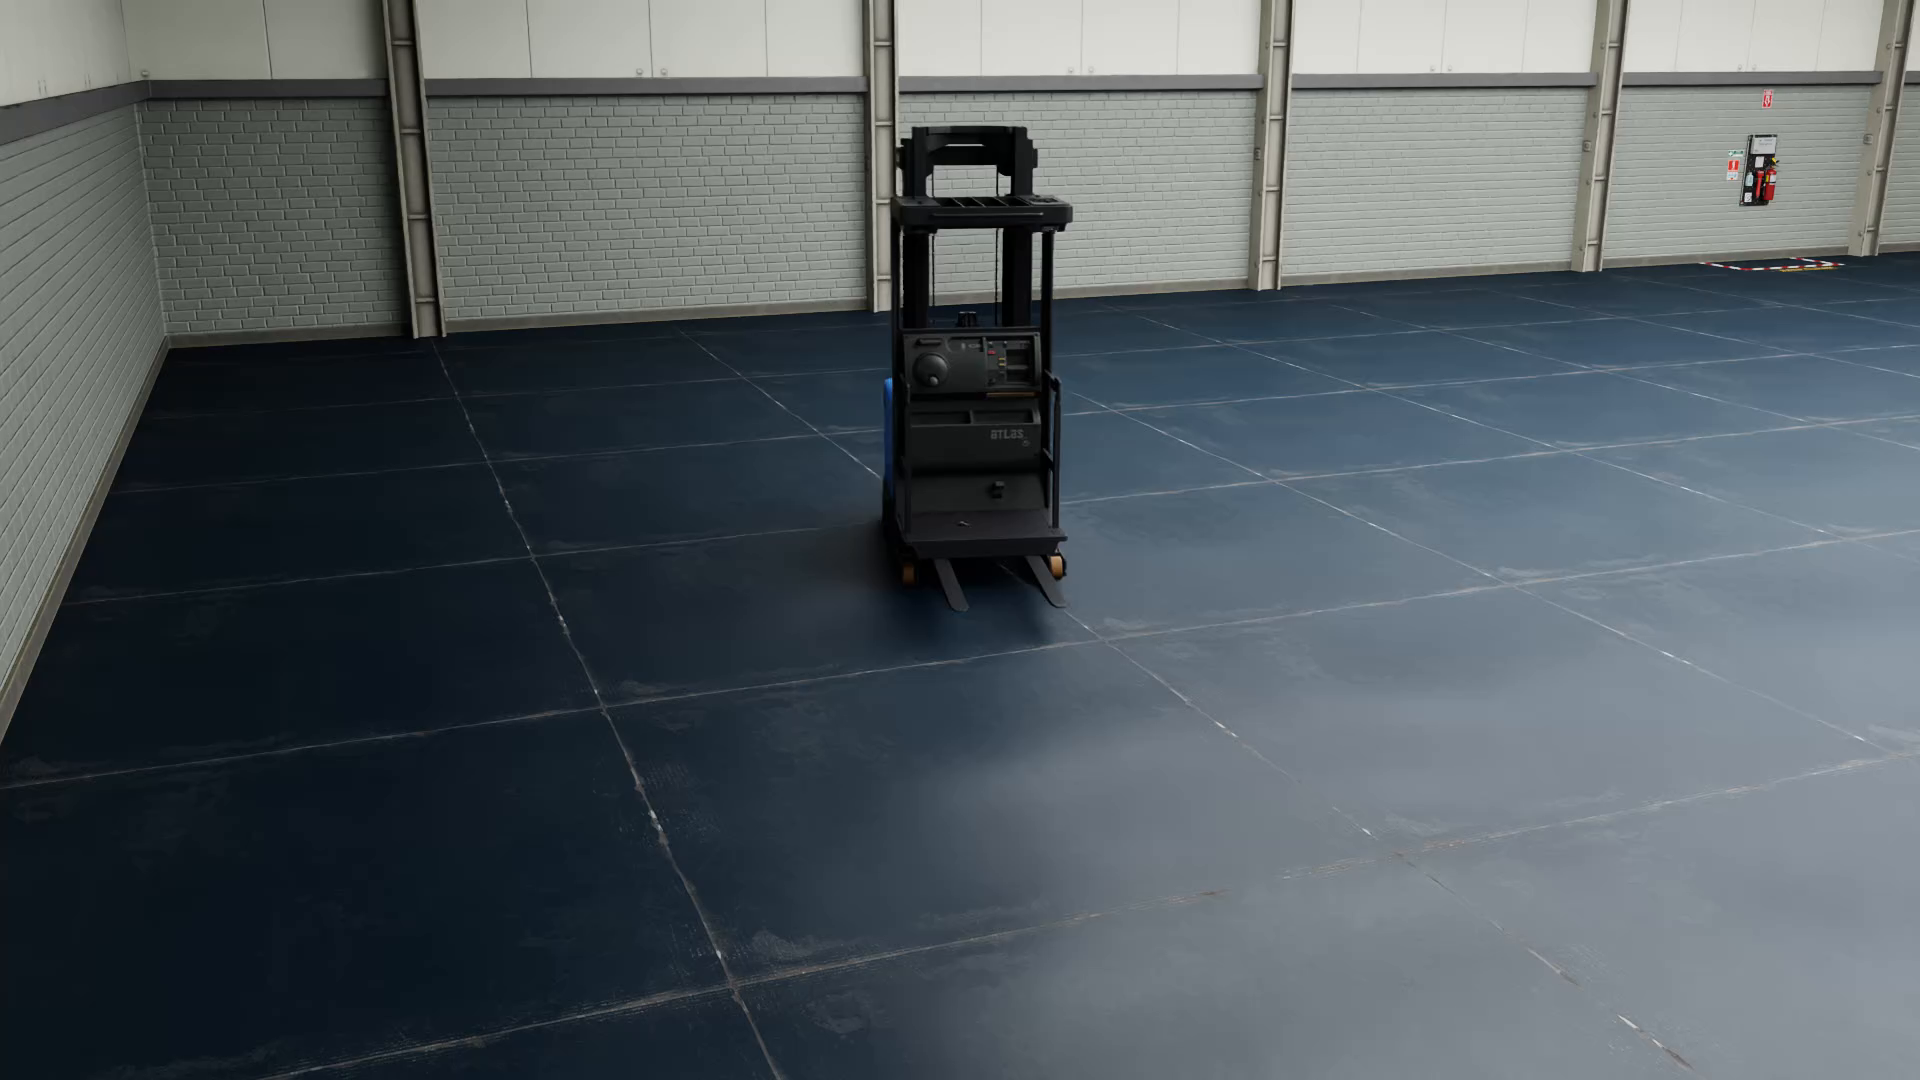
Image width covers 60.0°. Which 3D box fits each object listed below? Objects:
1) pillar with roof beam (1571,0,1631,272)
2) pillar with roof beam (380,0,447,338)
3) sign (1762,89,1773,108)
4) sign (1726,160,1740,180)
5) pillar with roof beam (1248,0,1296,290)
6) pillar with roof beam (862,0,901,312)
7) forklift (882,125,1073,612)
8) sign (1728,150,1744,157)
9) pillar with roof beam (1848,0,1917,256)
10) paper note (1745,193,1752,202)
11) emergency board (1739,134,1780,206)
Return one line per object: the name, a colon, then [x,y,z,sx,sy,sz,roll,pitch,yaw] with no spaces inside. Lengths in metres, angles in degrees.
pillar with roof beam: [11.700,-7.562,21.877,0.400,9.000,9.100,-6,17,-20]
pillar with roof beam: [-5.108,-5.747,15.697,0.400,9.000,9.100,-6,17,-20]
sign: [13.398,-7.319,27.585,0.199,0.298,0.001,-6,17,-20]
sign: [12.888,-6.170,27.723,0.234,0.329,0.001,-6,17,-20]
pillar with roof beam: [6.097,-6.957,19.817,0.400,9.000,9.100,-6,17,-20]
pillar with roof beam: [0.494,-6.352,17.757,0.400,9.000,9.100,-6,17,-20]
forklift: [0.113,-1.205,10.999,1.130,2.935,3.031,-2,16,-7]
sign: [12.895,-6.423,27.642,0.331,0.109,0.001,-6,17,-20]
pillar with roof beam: [17.303,-8.167,23.937,0.400,9.000,9.100,-6,17,-20]
paper note: [13.251,-5.759,27.950,0.142,0.148,0.016,-6,17,-20]
emergency board: [13.441,-6.182,27.825,0.643,1.169,0.194,-6,17,-20]
